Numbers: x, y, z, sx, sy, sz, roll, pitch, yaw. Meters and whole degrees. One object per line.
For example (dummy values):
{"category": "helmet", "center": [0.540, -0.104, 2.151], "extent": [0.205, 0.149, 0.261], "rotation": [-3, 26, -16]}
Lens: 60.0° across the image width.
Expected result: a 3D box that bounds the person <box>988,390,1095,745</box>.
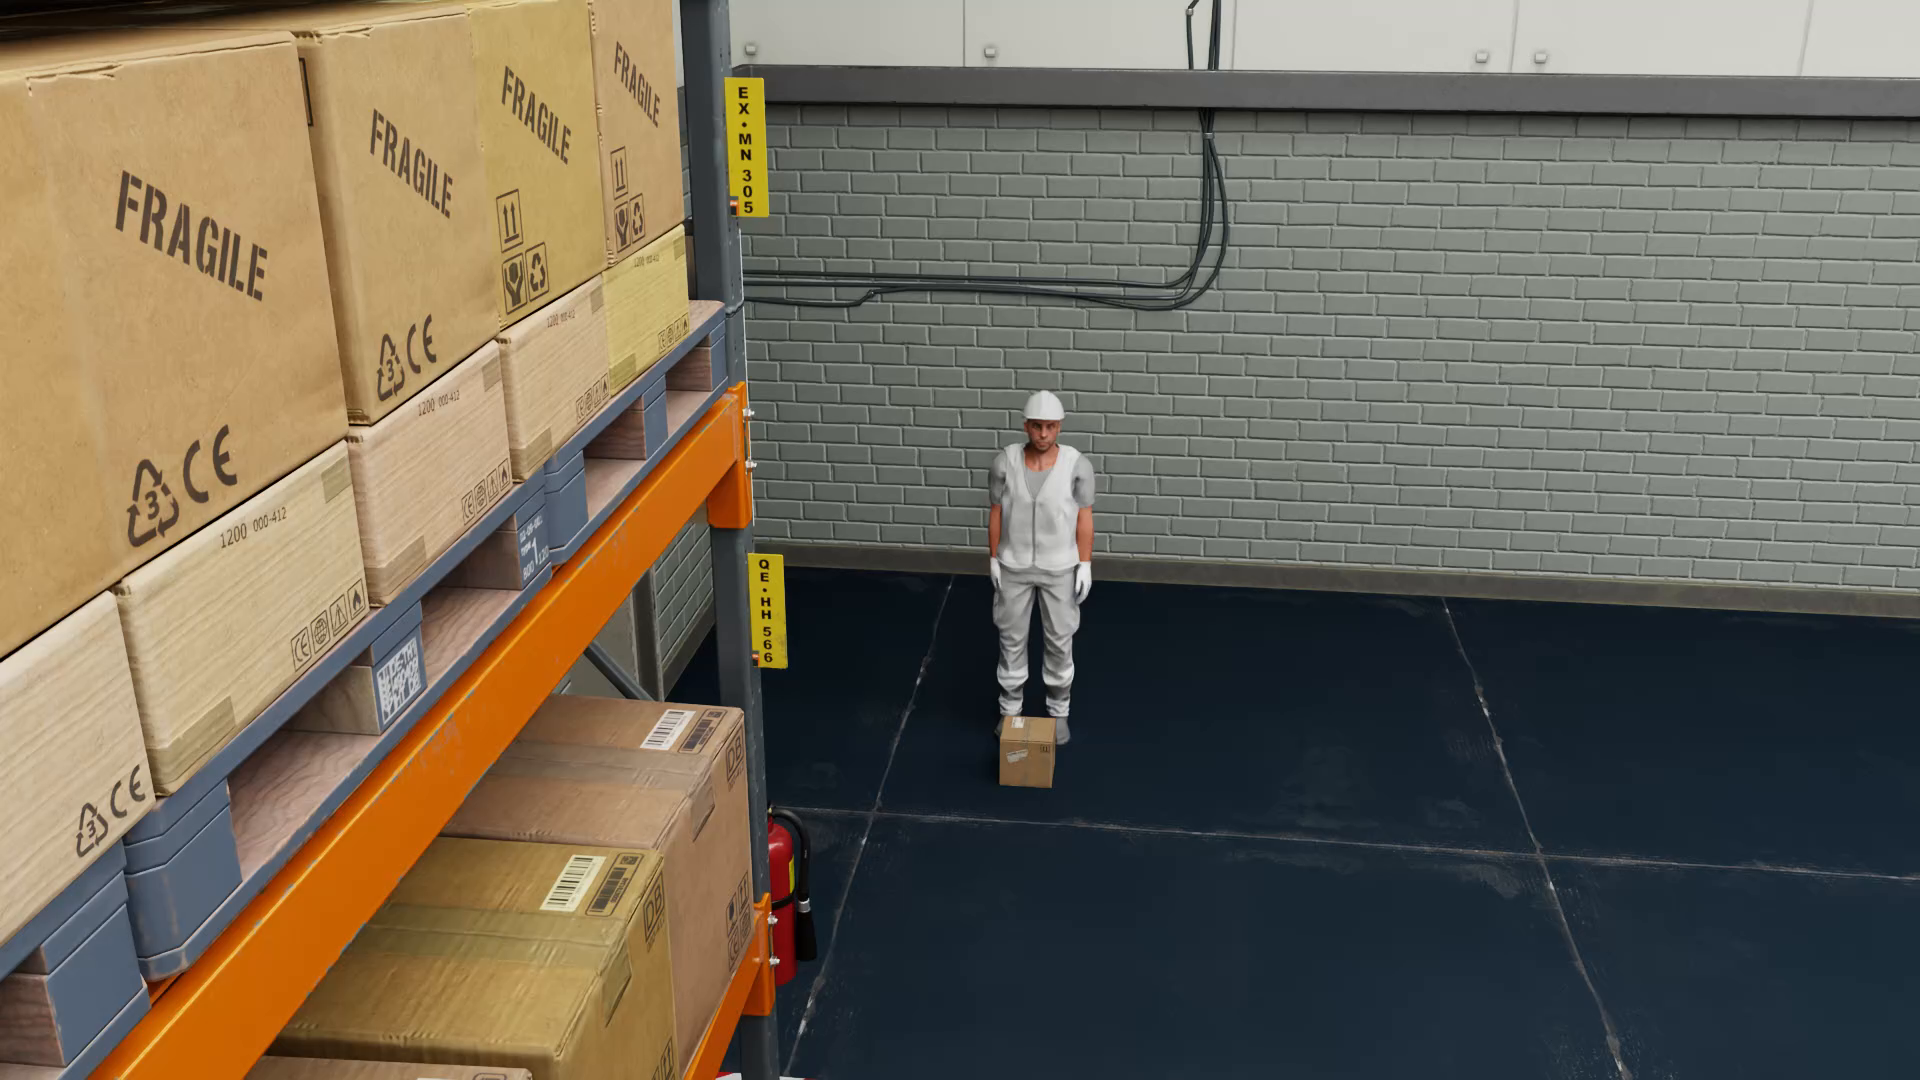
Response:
{"category": "person", "center": [0.390, 0.140, 8.191], "extent": [0.524, 1.795, 0.351], "rotation": [3, 21, 8]}
